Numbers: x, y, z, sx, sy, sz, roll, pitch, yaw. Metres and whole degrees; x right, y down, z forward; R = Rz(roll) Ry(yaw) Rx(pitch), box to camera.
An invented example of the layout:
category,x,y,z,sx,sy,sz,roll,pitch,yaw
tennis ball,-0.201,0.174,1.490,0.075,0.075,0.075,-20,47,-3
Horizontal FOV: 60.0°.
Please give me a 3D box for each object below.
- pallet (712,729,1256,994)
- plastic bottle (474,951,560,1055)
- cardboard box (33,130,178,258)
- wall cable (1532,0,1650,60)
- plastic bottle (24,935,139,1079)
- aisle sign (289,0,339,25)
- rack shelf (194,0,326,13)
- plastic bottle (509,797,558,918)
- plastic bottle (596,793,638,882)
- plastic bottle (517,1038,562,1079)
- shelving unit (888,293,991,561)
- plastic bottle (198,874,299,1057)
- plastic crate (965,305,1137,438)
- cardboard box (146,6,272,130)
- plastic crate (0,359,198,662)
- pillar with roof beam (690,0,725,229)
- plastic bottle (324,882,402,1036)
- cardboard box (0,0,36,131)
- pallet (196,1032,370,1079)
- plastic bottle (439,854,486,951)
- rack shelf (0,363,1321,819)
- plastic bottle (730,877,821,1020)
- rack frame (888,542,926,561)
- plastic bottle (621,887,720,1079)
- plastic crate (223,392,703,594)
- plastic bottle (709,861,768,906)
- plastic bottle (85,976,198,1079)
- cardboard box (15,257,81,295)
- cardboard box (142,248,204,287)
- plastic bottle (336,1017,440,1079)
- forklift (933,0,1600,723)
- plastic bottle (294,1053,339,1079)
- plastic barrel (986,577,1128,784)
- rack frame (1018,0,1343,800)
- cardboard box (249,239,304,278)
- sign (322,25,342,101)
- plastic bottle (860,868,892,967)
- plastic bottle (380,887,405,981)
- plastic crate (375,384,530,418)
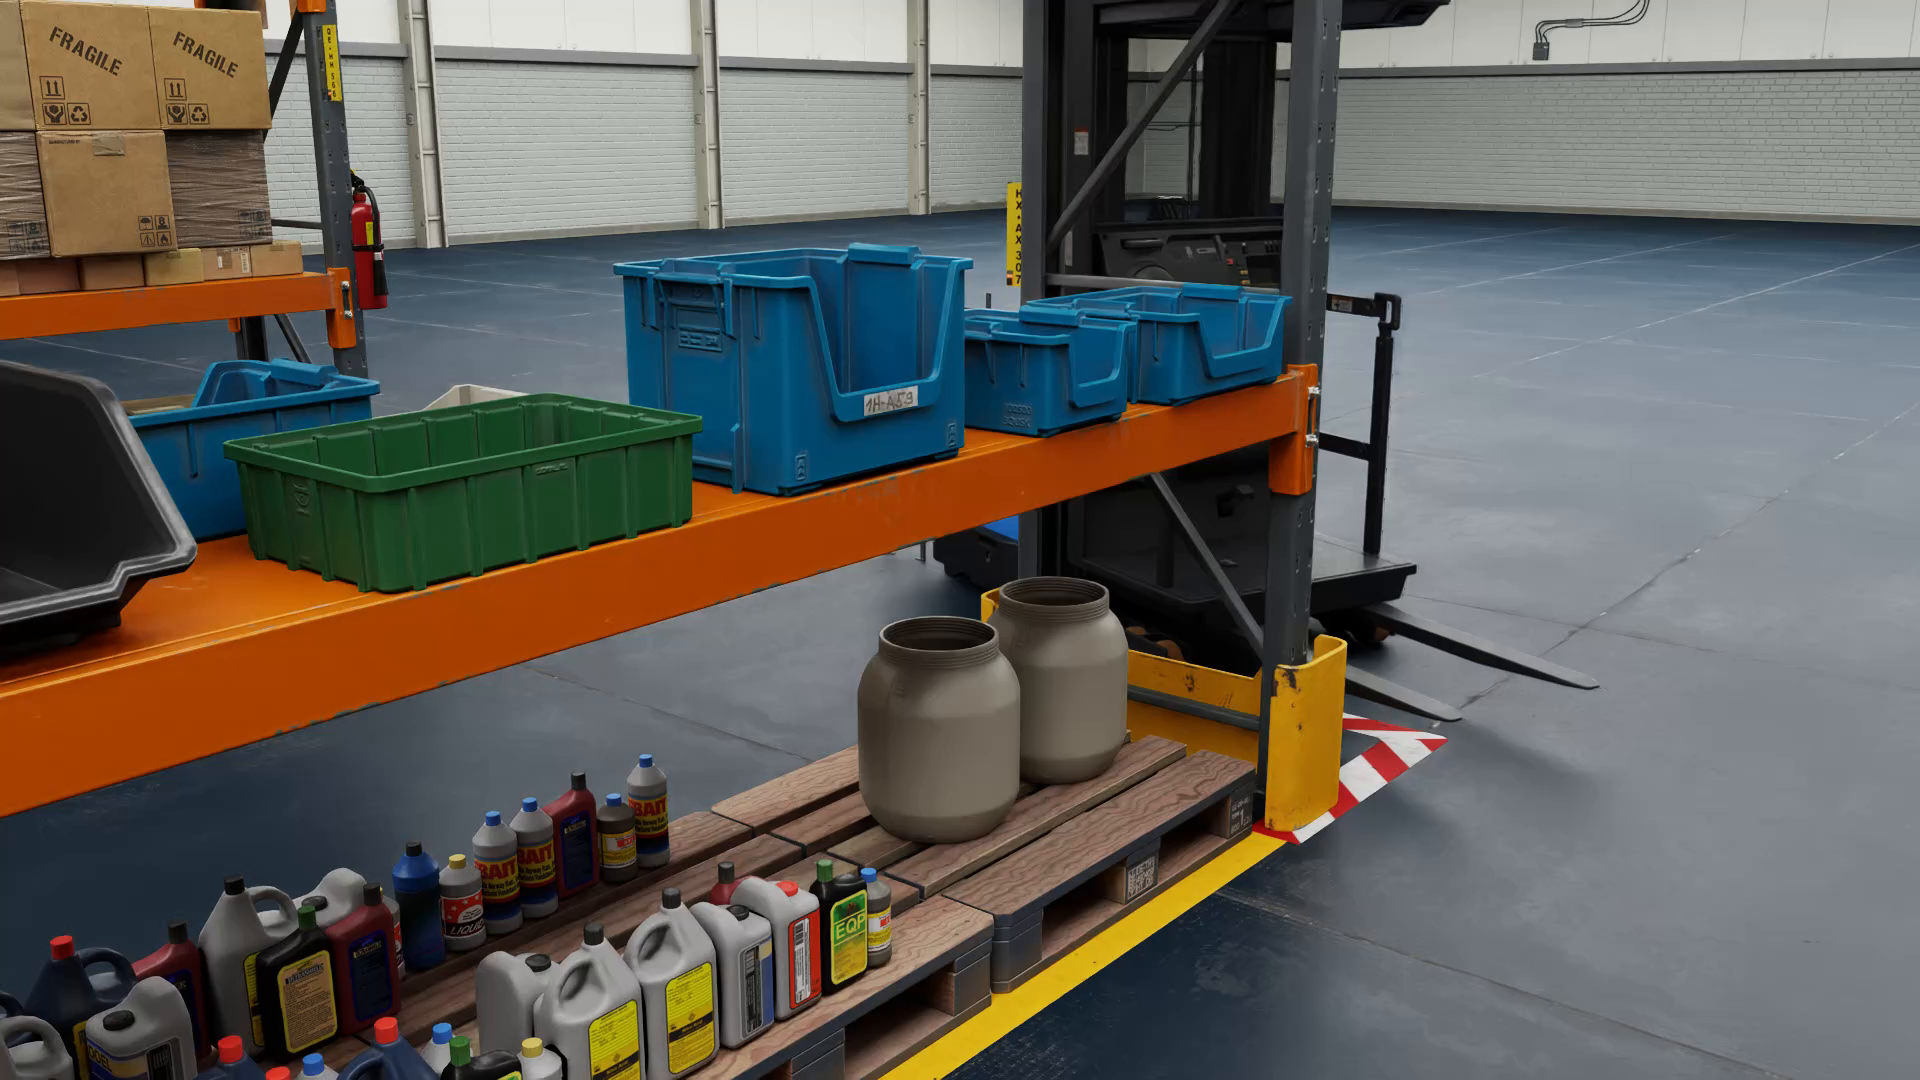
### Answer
category,x,y,z,sx,sy,sz,roll,pitch,yaw
pallet,0.090,0.779,4.628,1.003,0.211,1.213,11,18,38
plastic bottle,-0.814,0.898,3.136,0.152,0.276,0.135,11,18,38
cardboard box,-3.825,-1.493,7.100,0.875,0.500,0.500,11,18,38
wall cable,13.163,-13.011,34.158,2.305,6.003,0.169,11,18,38
plastic bottle,-1.597,0.883,3.042,0.144,0.351,0.185,10,17,35
aisle sign,-2.965,-2.741,7.541,0.394,0.787,0.004,11,18,38
rack shelf,-4.494,-2.238,6.209,1.077,0.370,4.000,11,18,38
plastic bottle,-0.982,0.724,3.827,0.097,0.271,0.097,0,14,0
plastic bottle,-0.832,0.713,4.016,0.097,0.201,0.097,0,14,0
plastic bottle,-0.754,0.983,2.952,0.097,0.201,0.097,0,14,0
shelving unit,-0.104,-0.550,7.850,0.258,1.200,0.503,11,18,38
plastic bottle,-1.394,0.821,3.286,0.144,0.351,0.185,11,18,37
plastic crate,0.121,-0.412,3.953,0.499,0.251,0.408,11,18,38
cardboard box,-3.390,-2.049,7.260,0.500,0.500,0.500,11,18,38
plastic crate,-1.471,-0.034,2.290,0.767,0.338,0.504,11,18,38
pillar with roof beam,-1.285,-9.511,27.287,9.100,9.000,0.400,11,18,38
plastic bottle,-1.206,0.839,3.350,0.061,0.283,0.133,11,18,38
cardboard box,-4.016,-1.857,6.504,0.500,0.500,0.500,11,18,38
pallet,-1.444,1.246,2.789,1.003,0.211,1.213,11,18,38
plastic bottle,-1.107,0.797,3.685,0.097,0.201,0.097,0,14,0
rack shelf,-0.642,-0.018,3.561,1.077,0.370,4.000,11,18,38
plastic bottle,-0.378,0.821,3.437,0.152,0.276,0.135,11,18,38
rack frame,-0.257,-0.503,7.666,0.240,1.200,0.015,11,18,38
plastic bottle,-0.566,0.844,3.195,0.144,0.351,0.185,12,19,40
plastic crate,-0.826,-0.097,2.842,0.450,0.188,0.662,11,18,38
plastic bottle,-0.461,0.801,3.500,0.061,0.283,0.133,11,18,38
plastic bottle,-1.466,0.937,2.980,0.152,0.276,0.135,11,18,38
cardboard box,-3.889,-1.117,6.937,0.380,0.149,0.250,11,18,38
cardboard box,-3.530,-1.204,7.280,0.380,0.149,0.250,11,18,38
plastic bottle,-0.950,0.961,2.735,0.144,0.351,0.185,10,18,35
forklift,1.038,-1.020,6.183,1.130,2.935,3.031,-8,16,-28
plastic bottle,-1.071,0.989,2.785,0.097,0.271,0.097,0,14,0
plastic barrel,0.261,0.391,4.692,0.421,0.512,0.421,0,14,0
rack frame,0.615,-0.749,4.980,1.000,3.000,0.127,11,18,38
cardboard box,-3.256,-1.307,7.688,0.380,0.149,0.250,11,18,38
sign,-2.818,-2.140,7.463,0.100,0.325,0.005,11,18,38
plastic bottle,-0.198,0.813,3.619,0.097,0.201,0.097,0,14,0
plastic bottle,-1.236,0.836,3.530,0.097,0.201,0.097,0,14,0
plastic crate,-1.075,-0.206,3.376,0.530,0.136,0.437,11,18,38
